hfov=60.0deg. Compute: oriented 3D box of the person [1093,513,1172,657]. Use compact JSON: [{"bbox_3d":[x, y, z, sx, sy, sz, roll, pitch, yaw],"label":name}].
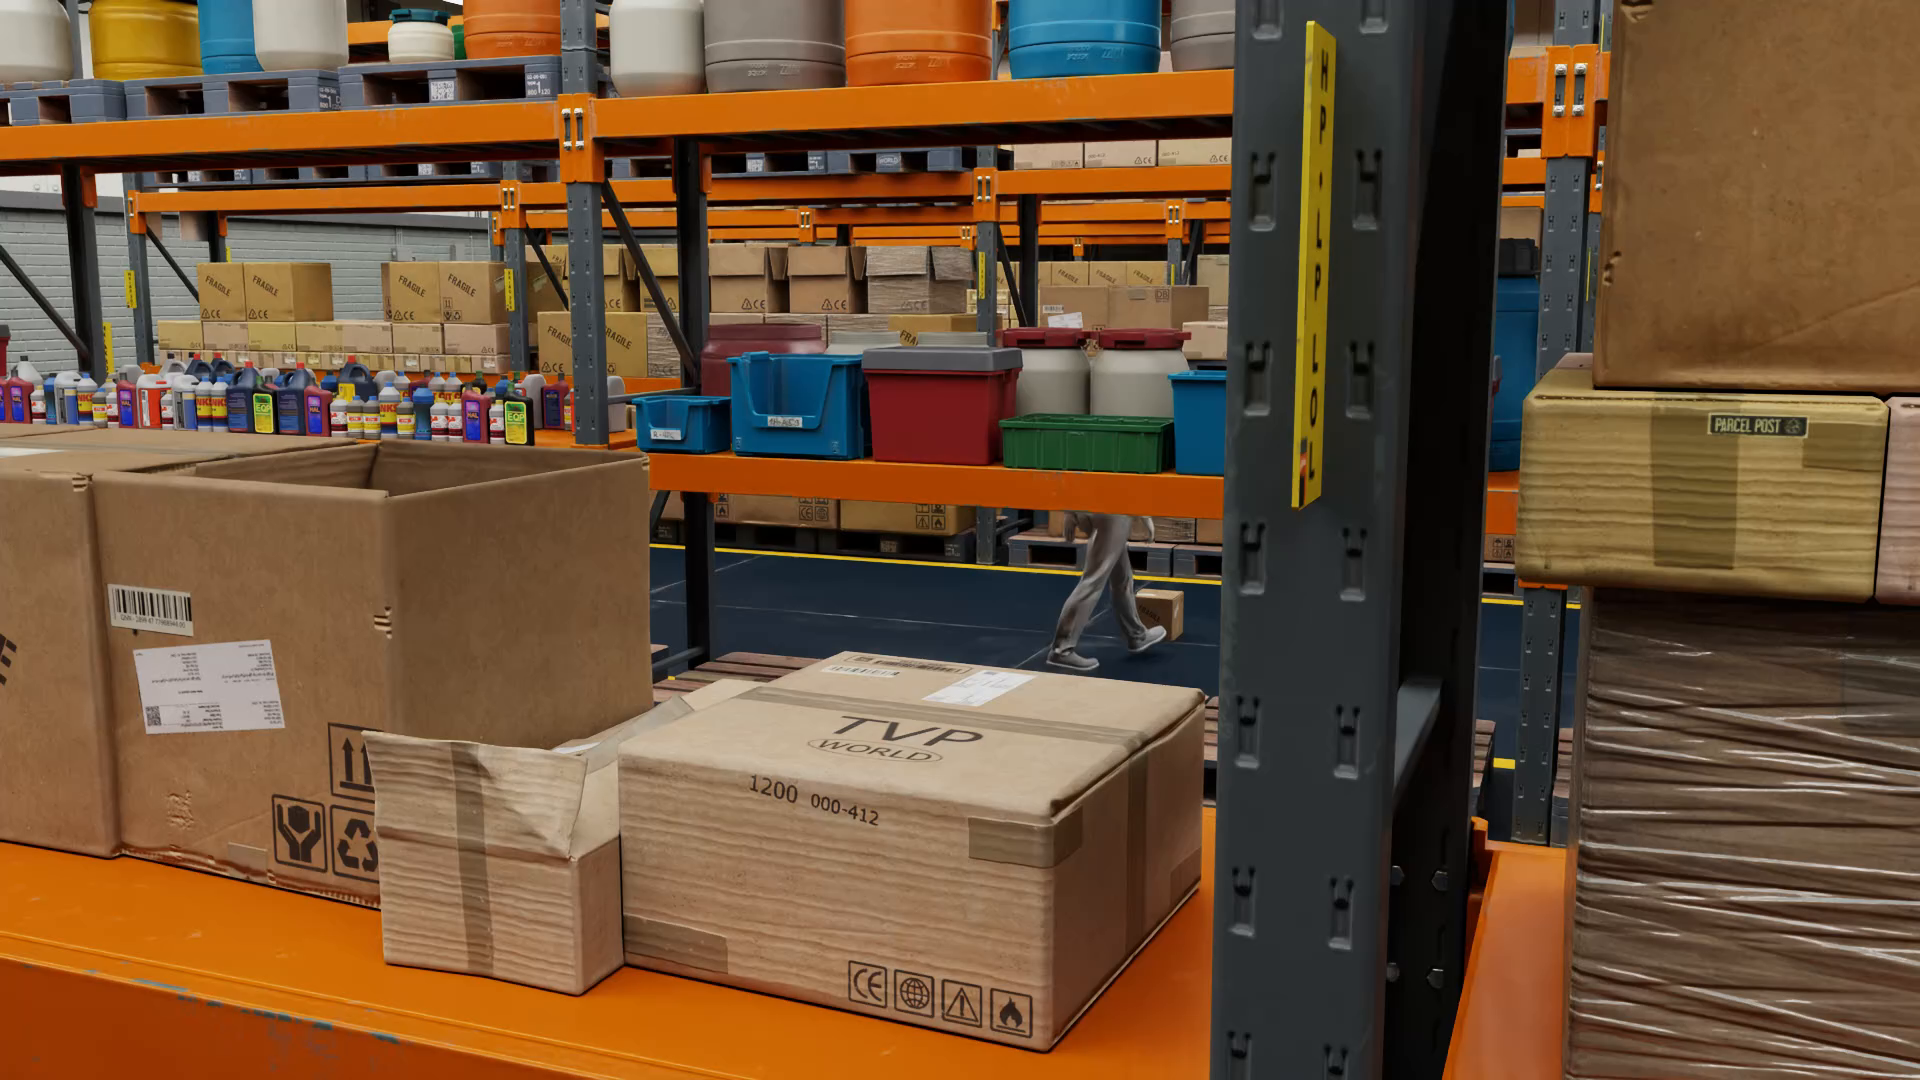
[{"bbox_3d":[0.903,-0.197,9.004,0.589,1.651,0.492,-8,12,-43],"label":"person"}]
